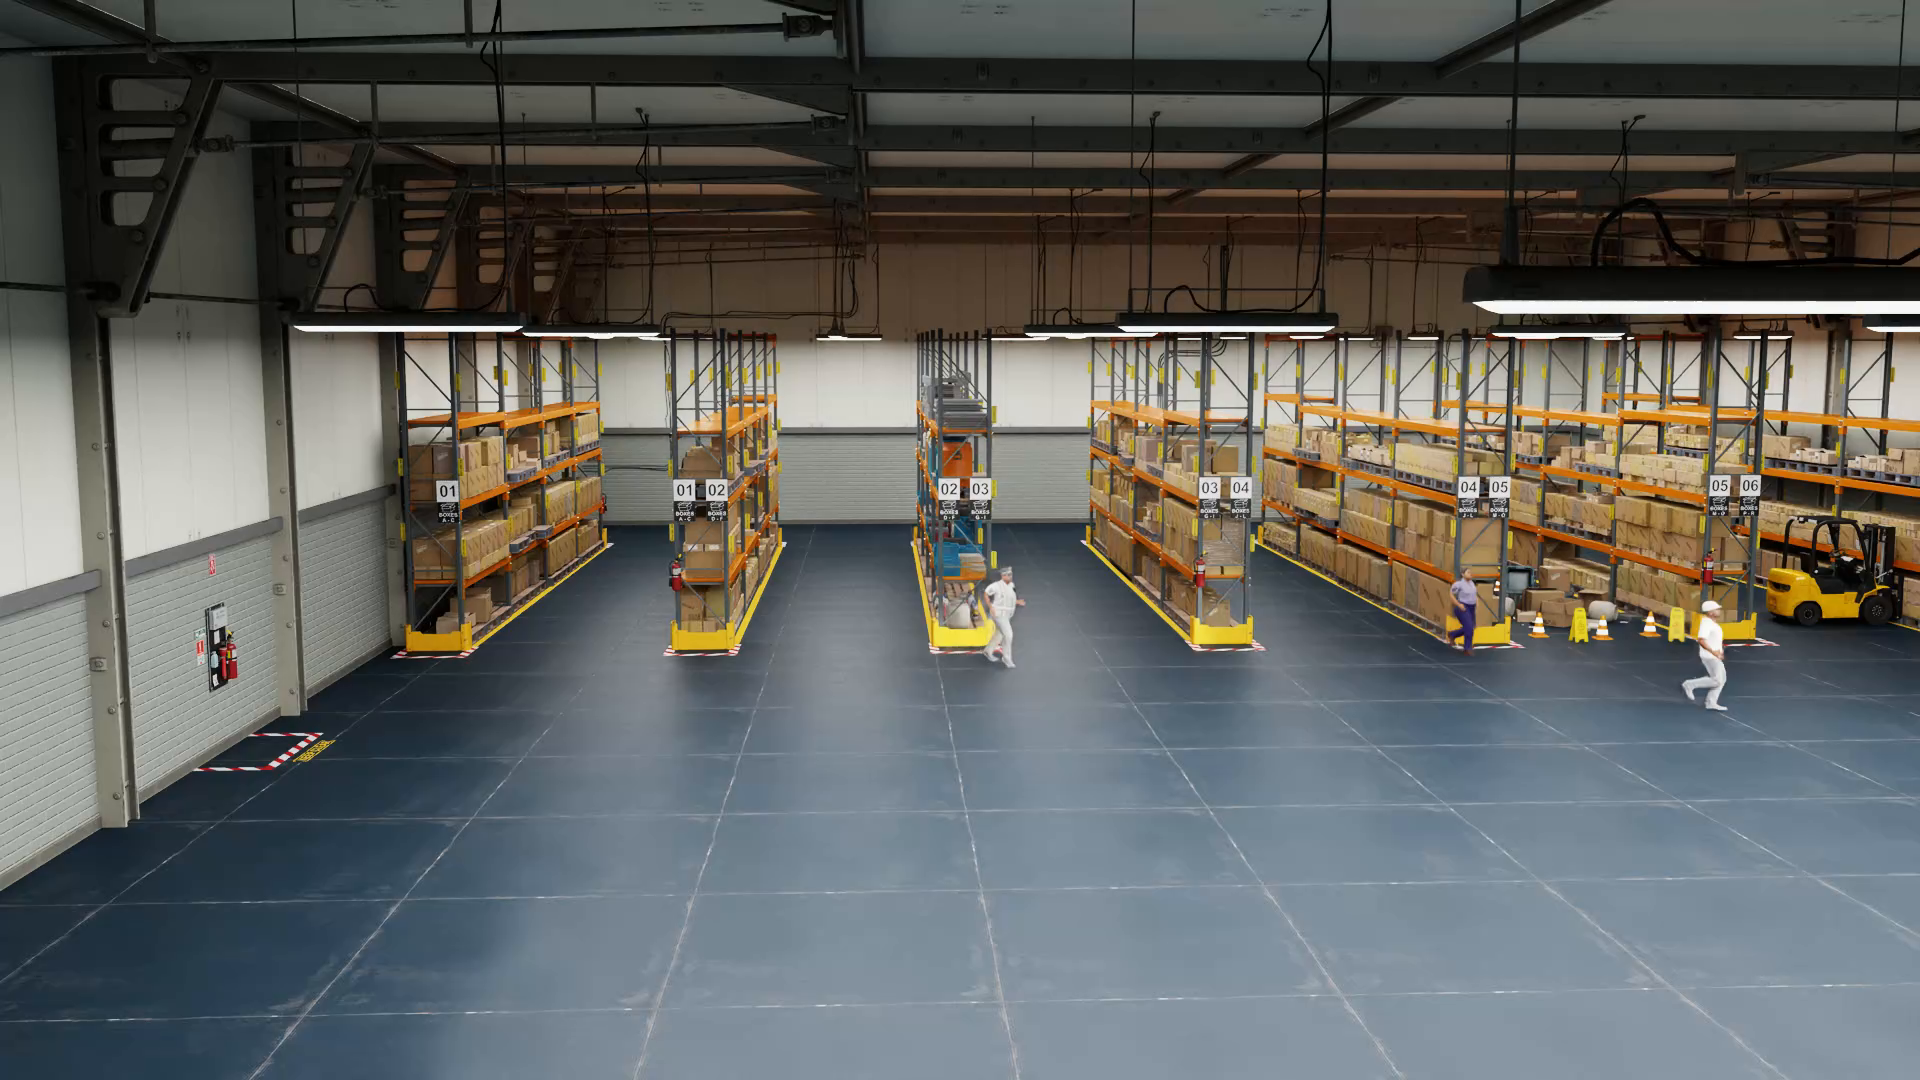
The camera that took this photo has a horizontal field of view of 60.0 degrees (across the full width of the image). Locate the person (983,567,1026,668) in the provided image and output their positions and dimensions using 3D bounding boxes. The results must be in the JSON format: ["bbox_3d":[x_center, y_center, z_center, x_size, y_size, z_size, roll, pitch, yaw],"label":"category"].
[{"bbox_3d":[0.755,1.370,29.682,0.898,1.831,0.584,4,8,32],"label":"person"}]

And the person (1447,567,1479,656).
[{"bbox_3d":[9.332,1.315,30.846,0.651,1.641,0.714,-5,8,-37],"label":"person"}]

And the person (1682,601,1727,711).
[{"bbox_3d":[11.720,1.804,26.089,0.661,1.726,0.701,4,8,28],"label":"person"}]
